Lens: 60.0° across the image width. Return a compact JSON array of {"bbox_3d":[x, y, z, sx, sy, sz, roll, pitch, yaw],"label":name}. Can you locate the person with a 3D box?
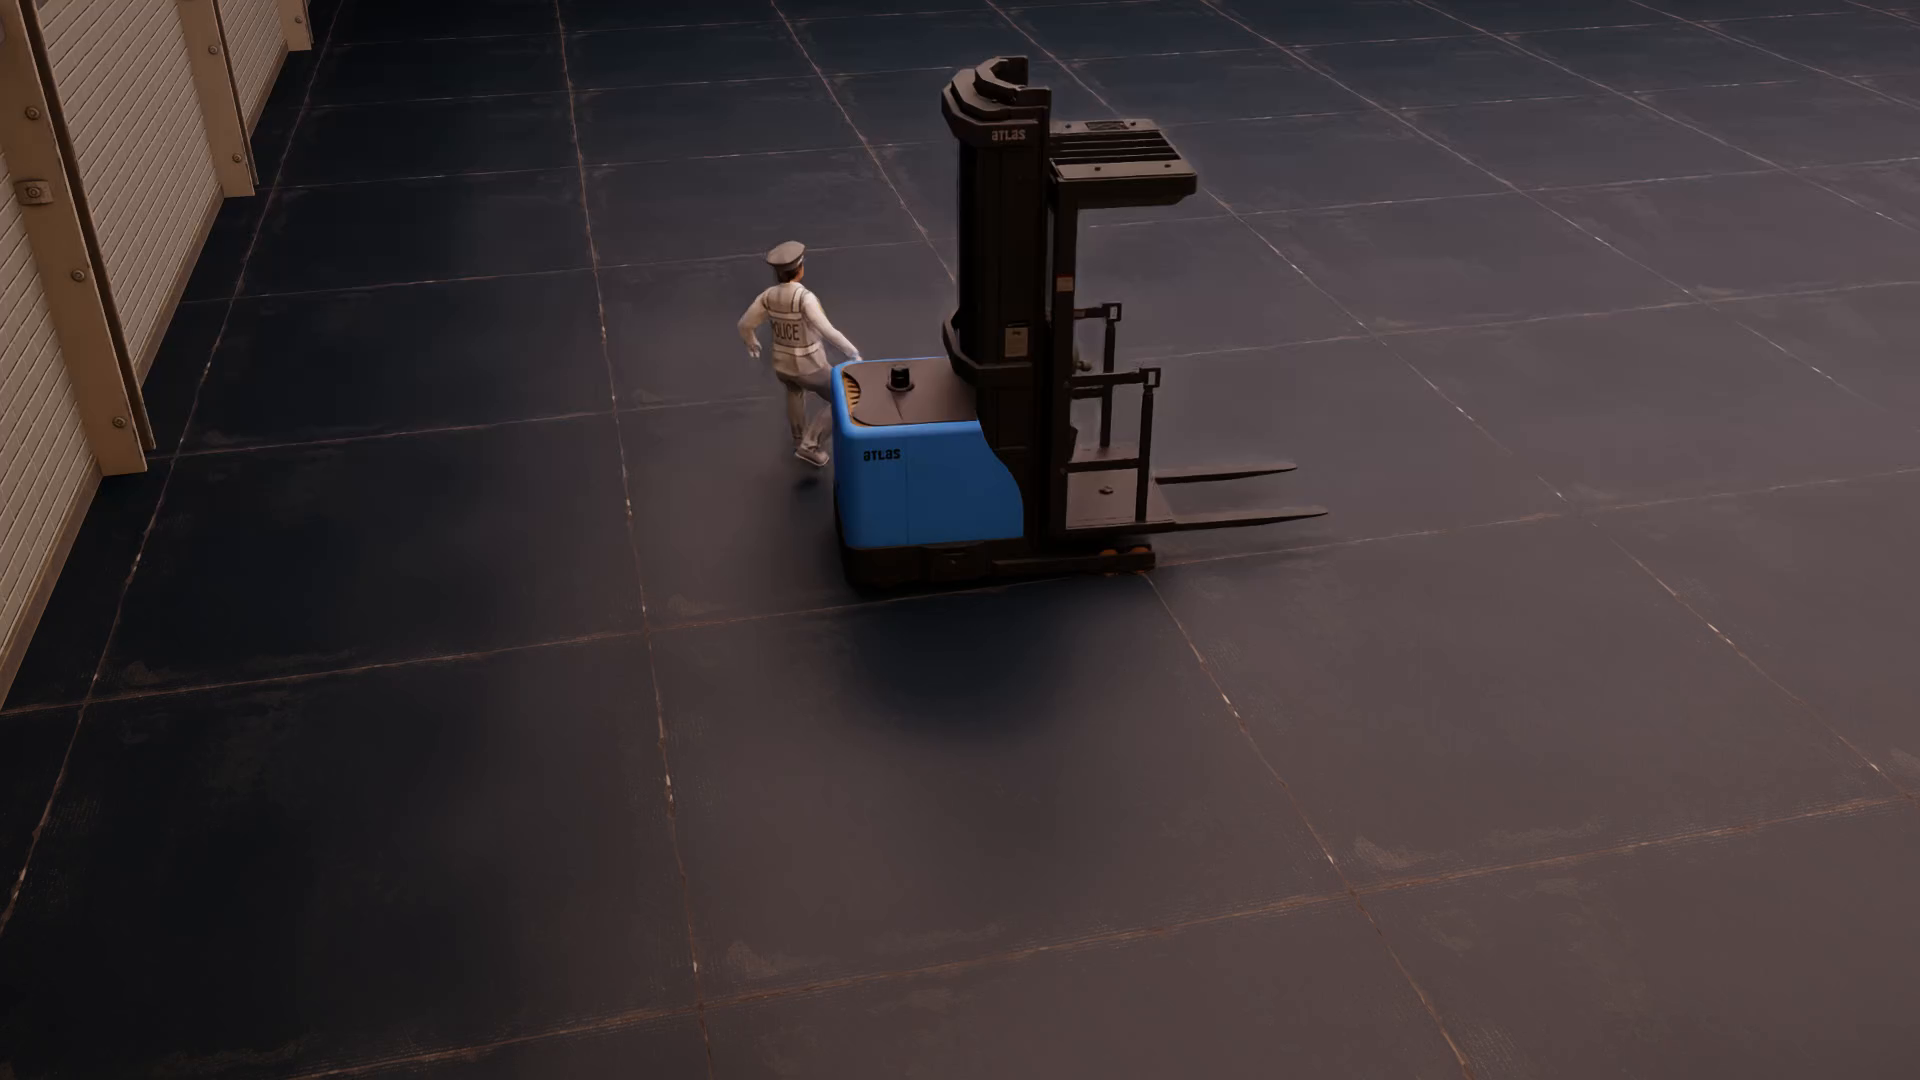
[{"bbox_3d":[-0.981,-1.218,11.018,0.900,1.581,0.638,20,36,31],"label":"person"}]

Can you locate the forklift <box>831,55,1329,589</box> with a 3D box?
[{"bbox_3d":[0.752,-1.304,9.826,3.031,2.935,1.130,-4,30,-7],"label":"forklift"}]
